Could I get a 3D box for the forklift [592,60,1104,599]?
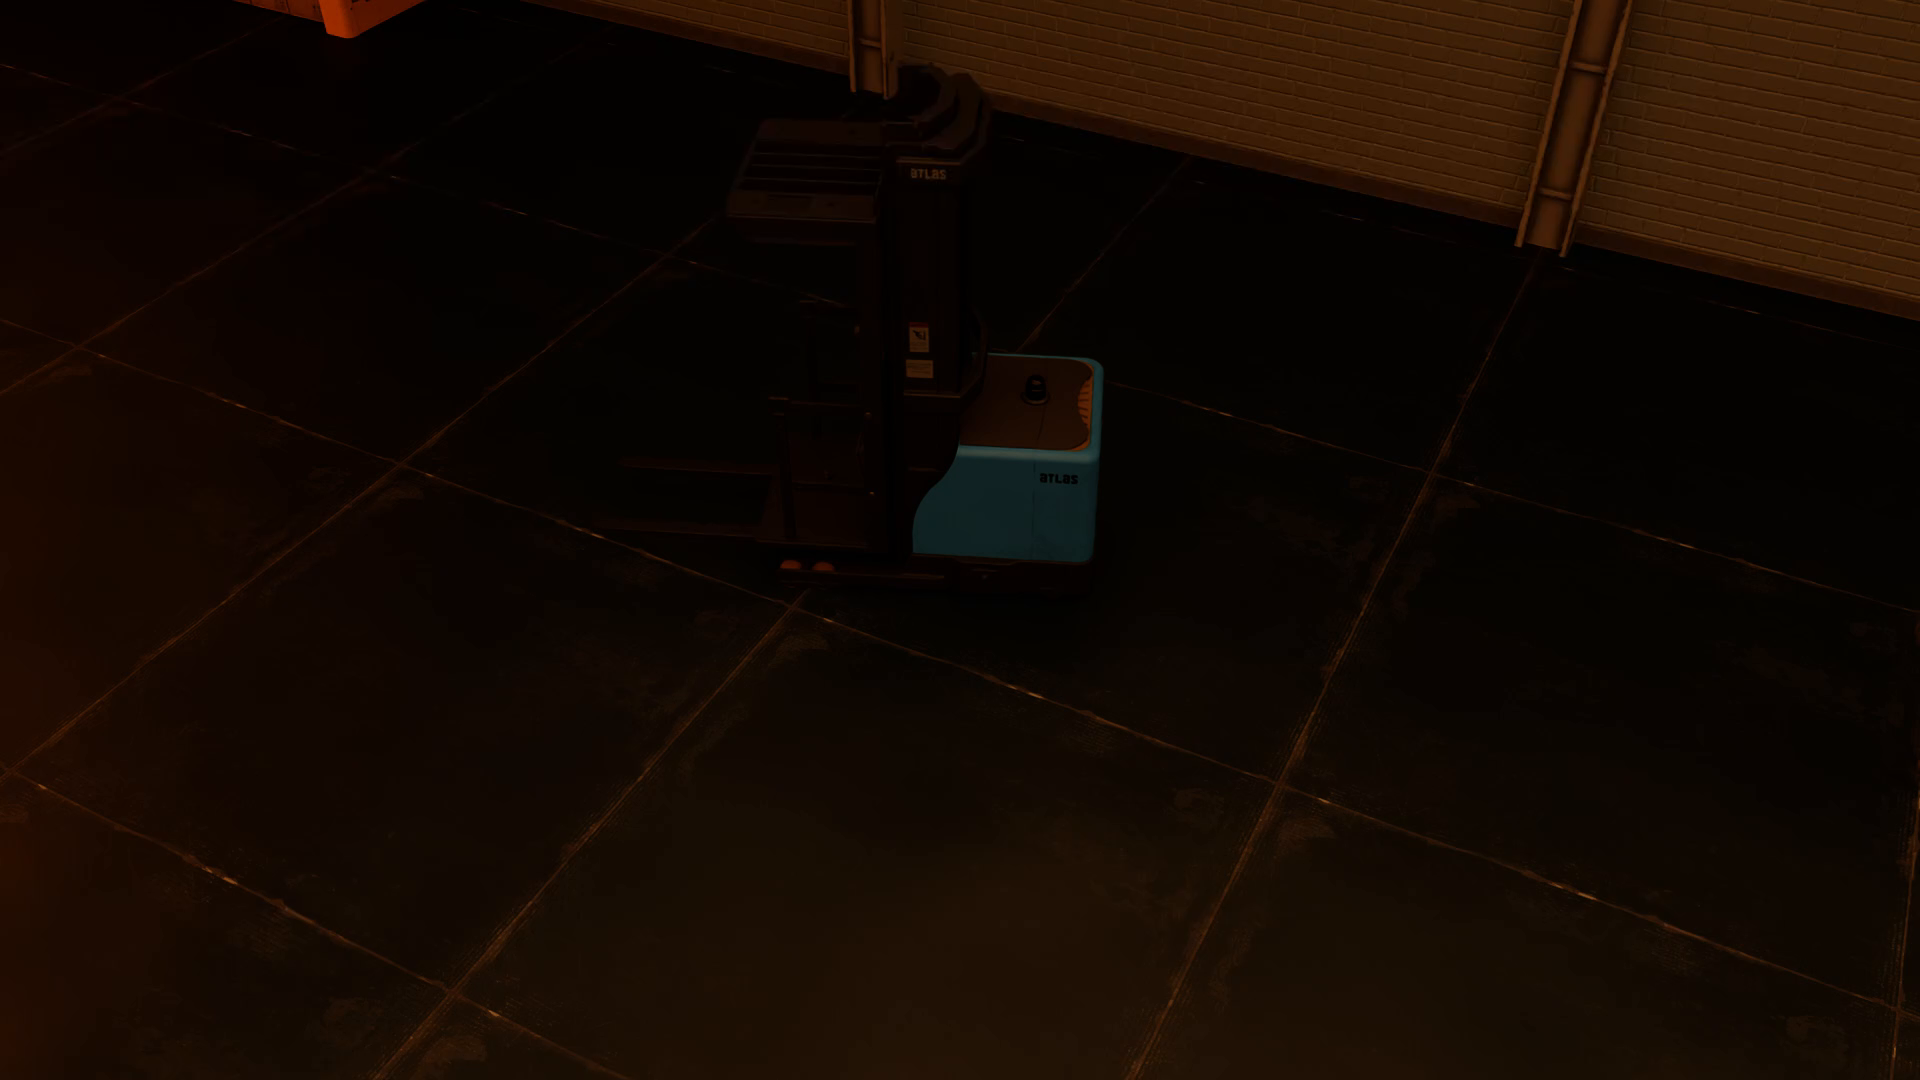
[{"bbox_3d":[-0.681,-1.161,9.365,3.031,2.935,1.130,3,40,4],"label":"forklift"}]
